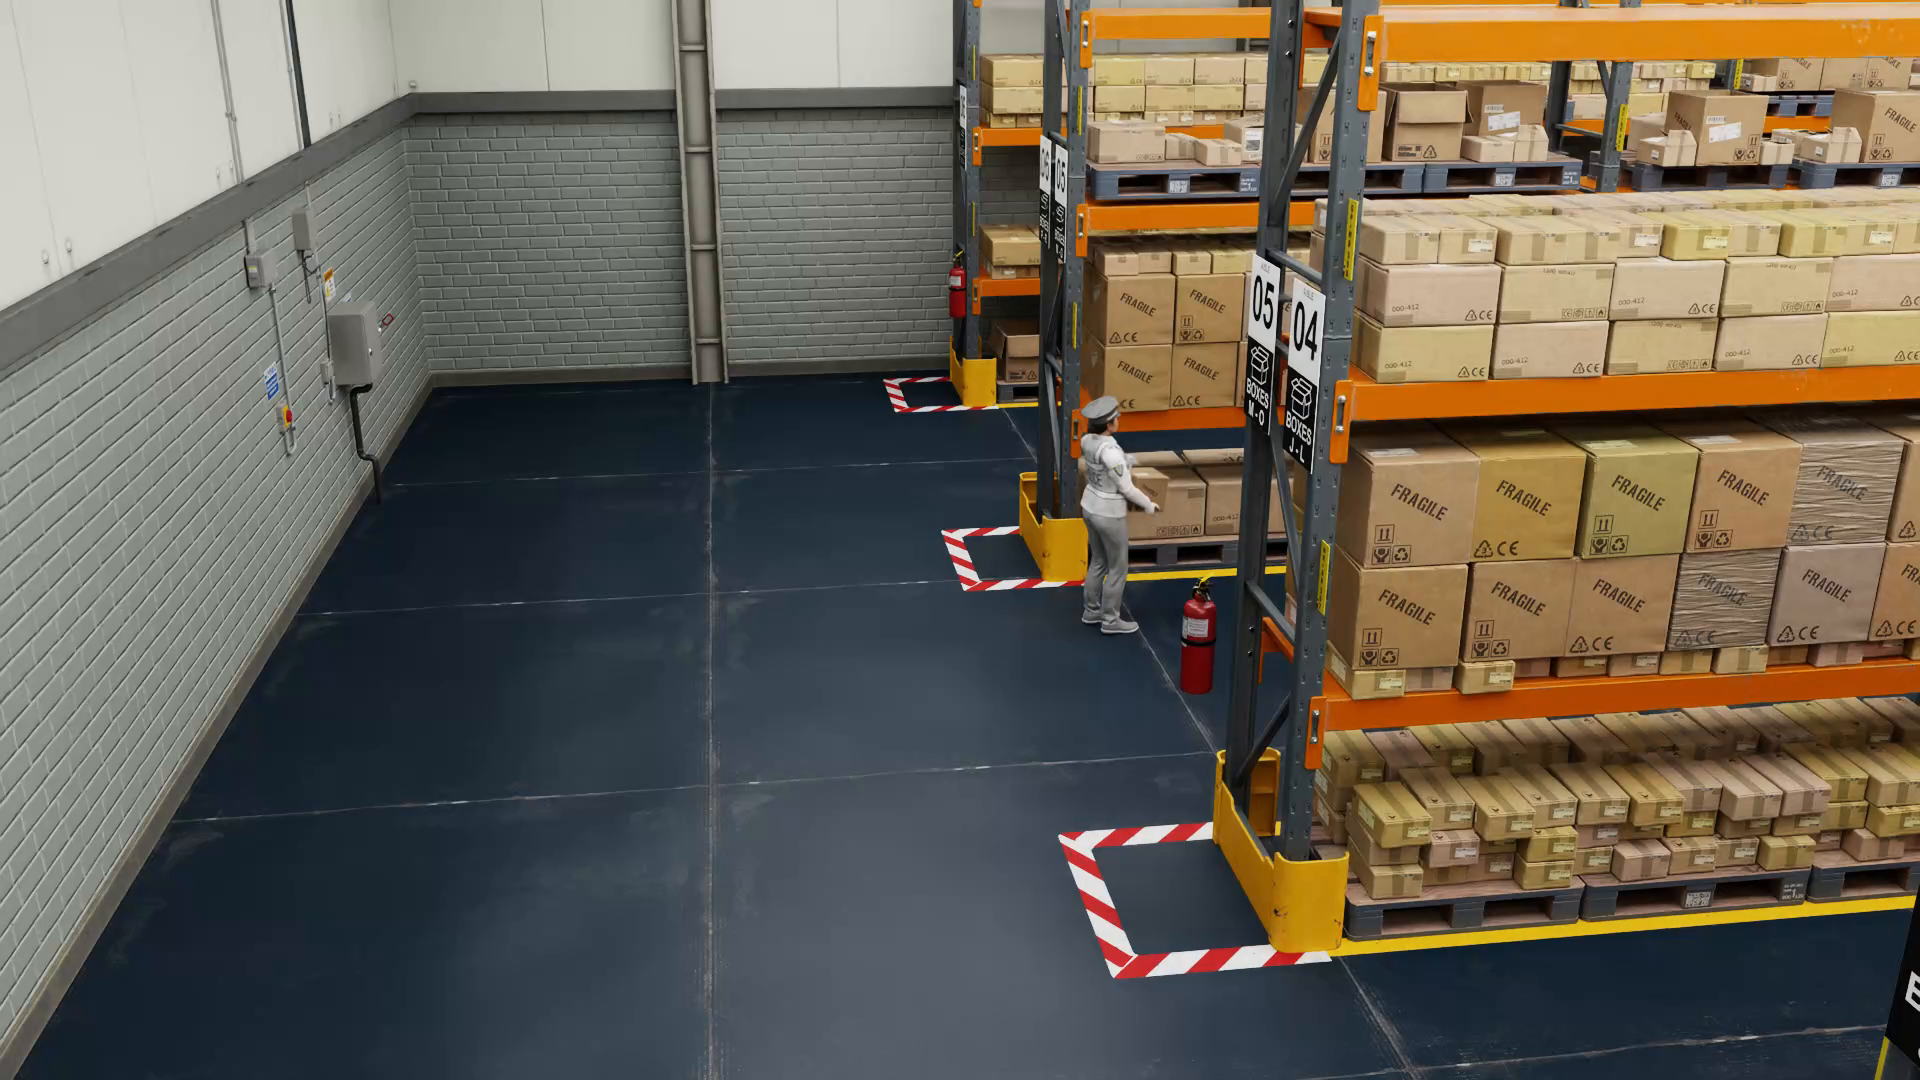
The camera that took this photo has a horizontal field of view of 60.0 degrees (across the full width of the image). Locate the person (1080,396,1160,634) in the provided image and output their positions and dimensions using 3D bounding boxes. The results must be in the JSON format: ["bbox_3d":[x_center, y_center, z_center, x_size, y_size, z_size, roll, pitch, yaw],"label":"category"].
[{"bbox_3d":[1.086,-0.178,11.529,0.532,1.690,0.459,-7,21,-19],"label":"person"}]
